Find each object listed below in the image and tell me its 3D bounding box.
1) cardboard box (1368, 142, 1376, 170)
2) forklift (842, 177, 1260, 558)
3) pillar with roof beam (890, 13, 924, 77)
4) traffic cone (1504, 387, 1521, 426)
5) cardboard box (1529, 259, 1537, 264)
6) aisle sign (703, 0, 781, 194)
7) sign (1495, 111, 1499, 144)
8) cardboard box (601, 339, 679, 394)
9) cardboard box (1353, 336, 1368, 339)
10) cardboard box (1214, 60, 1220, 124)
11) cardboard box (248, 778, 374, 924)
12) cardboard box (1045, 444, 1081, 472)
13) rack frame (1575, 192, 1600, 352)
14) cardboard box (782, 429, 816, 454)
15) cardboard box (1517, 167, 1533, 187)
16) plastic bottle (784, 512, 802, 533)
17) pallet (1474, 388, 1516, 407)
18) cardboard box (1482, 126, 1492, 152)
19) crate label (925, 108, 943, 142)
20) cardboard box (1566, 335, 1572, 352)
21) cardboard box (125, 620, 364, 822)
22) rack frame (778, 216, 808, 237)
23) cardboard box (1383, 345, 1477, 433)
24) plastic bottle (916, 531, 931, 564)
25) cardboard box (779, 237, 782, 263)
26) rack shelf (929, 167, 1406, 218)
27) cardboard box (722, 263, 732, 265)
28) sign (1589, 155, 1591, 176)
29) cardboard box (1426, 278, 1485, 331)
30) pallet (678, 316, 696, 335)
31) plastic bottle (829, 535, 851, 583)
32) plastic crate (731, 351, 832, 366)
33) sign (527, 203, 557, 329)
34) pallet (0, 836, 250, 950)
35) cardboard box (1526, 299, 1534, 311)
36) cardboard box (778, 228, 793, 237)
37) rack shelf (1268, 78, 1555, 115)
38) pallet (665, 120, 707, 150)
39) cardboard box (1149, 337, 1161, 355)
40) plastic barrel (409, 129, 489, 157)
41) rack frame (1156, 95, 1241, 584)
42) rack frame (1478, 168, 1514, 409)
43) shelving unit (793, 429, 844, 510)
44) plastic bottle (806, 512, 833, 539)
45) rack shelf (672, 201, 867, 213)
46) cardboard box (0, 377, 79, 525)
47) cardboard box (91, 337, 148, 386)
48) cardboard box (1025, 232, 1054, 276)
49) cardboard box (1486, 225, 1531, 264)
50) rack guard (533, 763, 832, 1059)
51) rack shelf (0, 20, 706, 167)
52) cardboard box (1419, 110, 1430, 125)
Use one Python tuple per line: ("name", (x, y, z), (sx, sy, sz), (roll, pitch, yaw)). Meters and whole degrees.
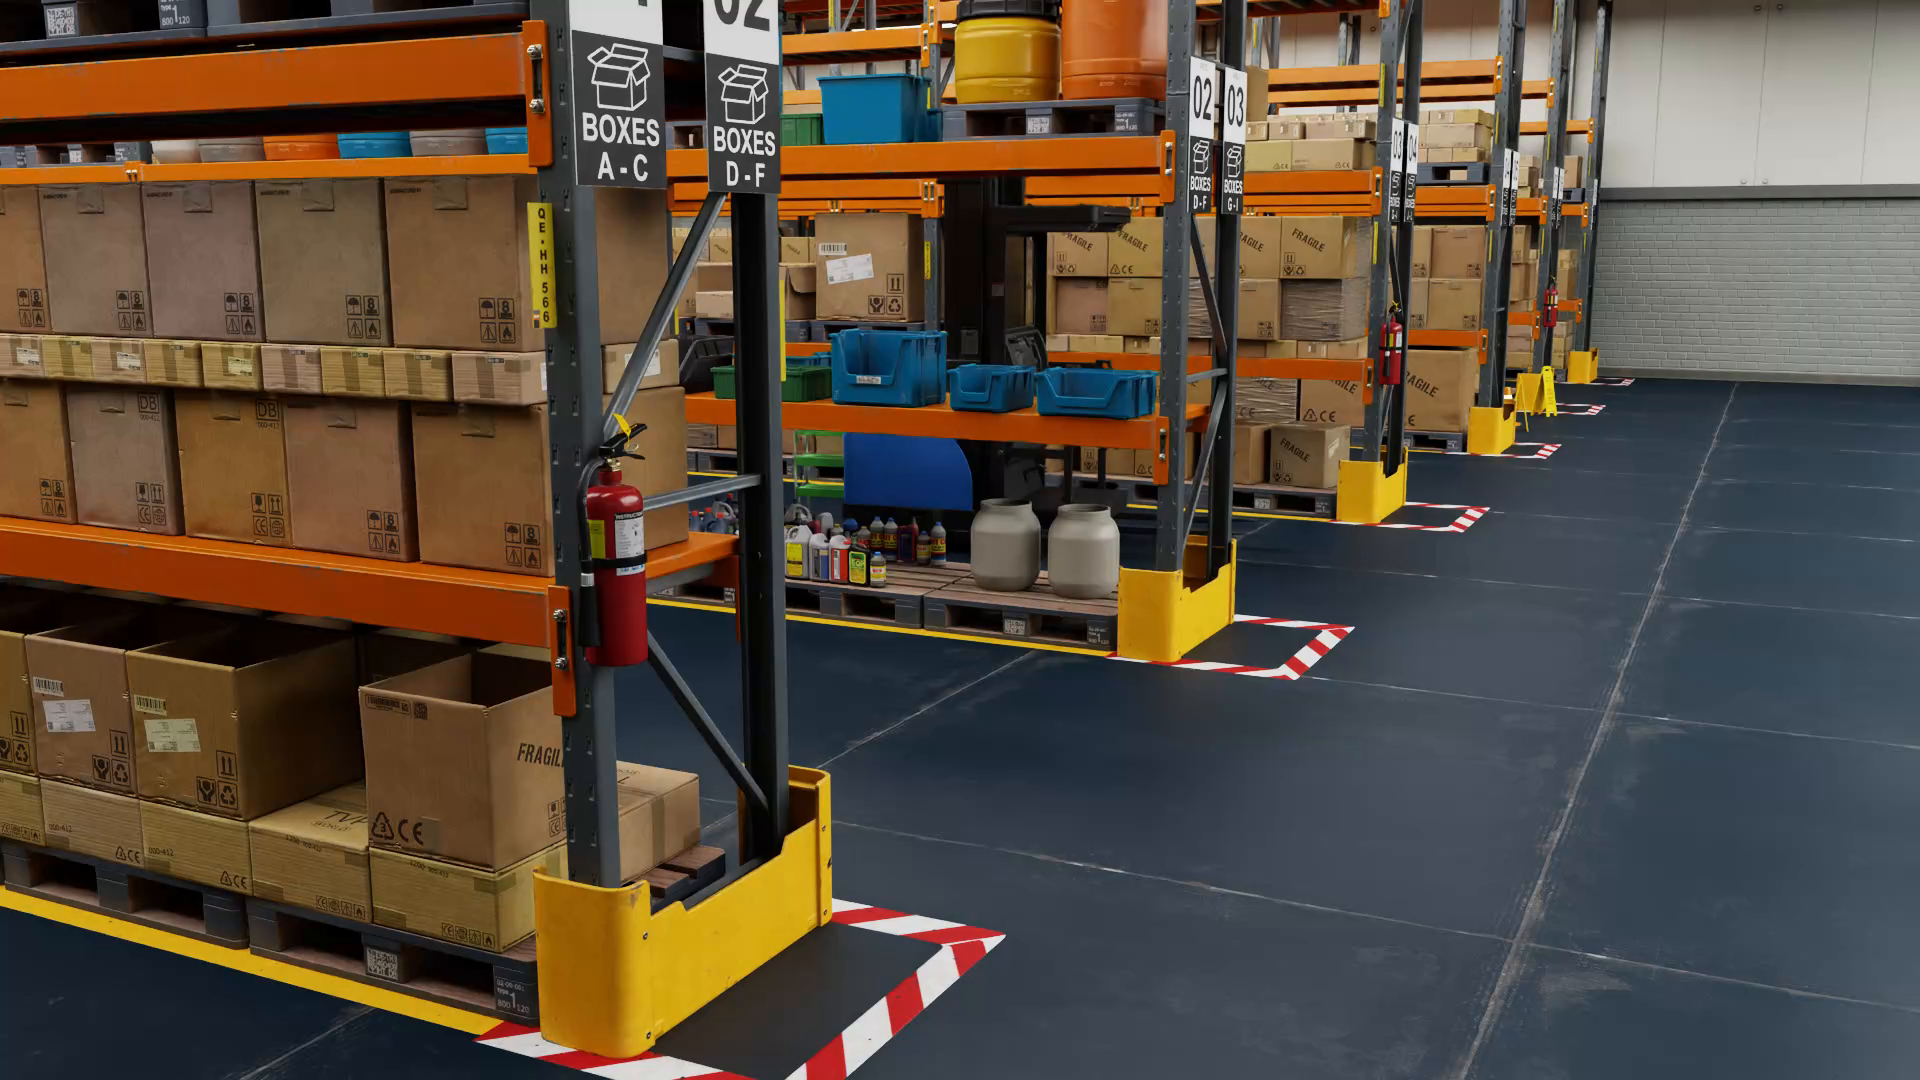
("cardboard box", (3.222, -3.186, 13.908), (0.500, 0.250, 0.500), (5, 12, 28))
("forklift", (0.683, -1.410, 12.289), (3.031, 2.935, 1.130), (3, 11, 19))
("pillar with roof beam", (-2.774, -7.489, 28.840), (0.548, 9.000, 9.100), (5, 11, 26))
("traffic cone", (6.782, -1.662, 20.616), (0.334, 0.463, 0.336), (5, 11, 26))
("cardboard box", (9.235, -4.476, 26.940), (0.250, 0.149, 0.380), (5, 12, 27))
("aisle sign", (-0.652, -1.445, 4.994), (0.004, 0.787, 0.394), (5, 11, 26))
("sign", (5.573, -4.276, 17.245), (0.005, 0.325, 0.100), (5, 11, 26))
("cardboard box", (-1.103, -0.556, 5.278), (0.250, 0.149, 0.380), (5, 11, 25))
("cardboard box", (3.390, -1.641, 14.080), (0.250, 0.149, 0.380), (5, 11, 26))
("cardboard box", (2.038, -3.703, 13.828), (0.500, 0.500, 0.500), (5, 11, 26))
("cardboard box", (-1.912, 0.992, 5.371), (0.500, 0.250, 0.500), (5, 11, 26))
("cardboard box", (0.811, -0.914, 15.198), (0.500, 0.500, 0.500), (10, 14, 44))
("rack frame", (10.118, -4.080, 26.850), (0.127, 3.000, 1.000), (5, 11, 26))
("cardboard box", (-1.509, -1.142, 16.402), (0.500, 0.500, 0.700), (4, 11, 21))
("cardboard box", (7.347, -4.833, 22.173), (0.500, 0.250, 0.500), (5, 11, 25))
("plastic bottle", (-1.094, -0.044, 10.945), (0.133, 0.283, 0.061), (5, 11, 26))
("pallet", (7.144, -1.990, 23.135), (1.213, 0.211, 1.003), (5, 11, 26))
("cardboard box", (5.506, -4.372, 18.166), (0.500, 0.250, 0.500), (5, 11, 26))
("crate label", (-0.184, -2.516, 10.205), (0.408, 0.251, 0.502), (5, 11, 26))
("cardboard box", (9.788, -3.250, 27.401), (0.500, 0.250, 0.500), (5, 12, 27))
("cardboard box", (-2.362, 0.584, 5.517), (0.500, 0.500, 0.500), (5, 11, 26))
("rack frame", (-2.836, -4.232, 27.693), (0.127, 3.000, 1.000), (5, 11, 26))
("cardboard box", (5.188, -1.692, 18.445), (0.875, 0.875, 0.875), (5, 11, 26))
("plastic bottle", (-0.232, 0.047, 10.672), (0.097, 0.201, 0.097), (0, 10, 0))
("cardboard box", (-3.156, -4.850, 28.016), (0.500, 0.500, 0.500), (5, 11, 26))
("rack shelf", (1.747, -2.984, 14.391), (4.000, 0.370, 1.077), (5, 11, 26))
("cardboard box", (-2.905, -3.541, 21.729), (0.250, 0.149, 0.380), (5, 11, 26))
("sign", (9.865, -5.867, 26.039), (0.005, 0.325, 0.100), (5, 11, 26))
("cardboard box", (5.473, -2.584, 18.165), (0.550, 0.550, 0.875), (5, 11, 26))
("pallet", (-2.948, -2.201, 17.008), (1.003, 0.211, 1.213), (5, 11, 26))
("plastic bottle", (-0.706, 0.112, 10.103), (0.135, 0.276, 0.152), (5, 11, 26))
("plastic crate", (-1.126, -1.111, 10.865), (0.616, 0.251, 0.499), (5, 11, 26))
("sign", (-1.099, -0.723, 4.386), (0.005, 0.325, 0.100), (5, 11, 26))
("pallet", (-2.641, 1.100, 6.060), (1.213, 0.211, 1.003), (5, 11, 26))
("cardboard box", (7.712, -3.223, 22.822), (0.250, 0.149, 0.380), (5, 11, 26))
("cardboard box", (-3.005, -5.159, 27.904), (0.250, 0.149, 0.380), (5, 11, 25))
("rack shelf", (6.131, -6.041, 22.869), (4.000, 0.370, 1.077), (5, 11, 26))
("pallet", (-1.548, -2.570, 10.616), (1.003, 0.211, 1.213), (5, 11, 26))
("cardboard box", (1.802, -1.671, 14.248), (0.250, 0.149, 0.380), (5, 11, 26))
("plastic barrel", (-3.377, -3.008, 11.097), (0.600, 0.901, 0.600), (0, 10, 0))
("rack frame", (1.349, -0.913, 9.353), (0.127, 3.000, 1.000), (5, 11, 26))
("rack frame", (5.825, -2.488, 18.056), (0.127, 3.000, 1.000), (5, 11, 26))
("shelving unit", (-1.014, -0.650, 12.954), (0.503, 1.200, 0.258), (3, 11, 19))
("plastic bottle", (-0.928, -0.046, 10.973), (0.135, 0.276, 0.152), (5, 12, 27))
("rack shelf", (-3.142, -4.398, 22.207), (4.000, 0.370, 1.077), (5, 11, 26))
("cardboard box", (-3.109, -0.372, 6.083), (0.500, 0.500, 0.700), (5, 11, 27))
("cardboard box", (-2.665, -0.612, 5.588), (0.250, 0.149, 0.380), (5, 11, 25))
("cardboard box", (0.693, -2.592, 14.704), (0.500, 0.500, 0.500), (5, 11, 26))
("cardboard box", (7.370, -3.980, 22.374), (0.500, 0.500, 0.700), (5, 11, 24))
("rack guard", (-0.825, 1.110, 5.196), (0.348, 0.500, 1.175), (5, 11, 26))
("rack shelf", (-2.640, -1.402, 5.651), (4.000, 0.370, 1.077), (5, 11, 26))
("cardboard box", (4.920, -4.501, 17.763), (0.250, 0.149, 0.380), (5, 12, 27))
